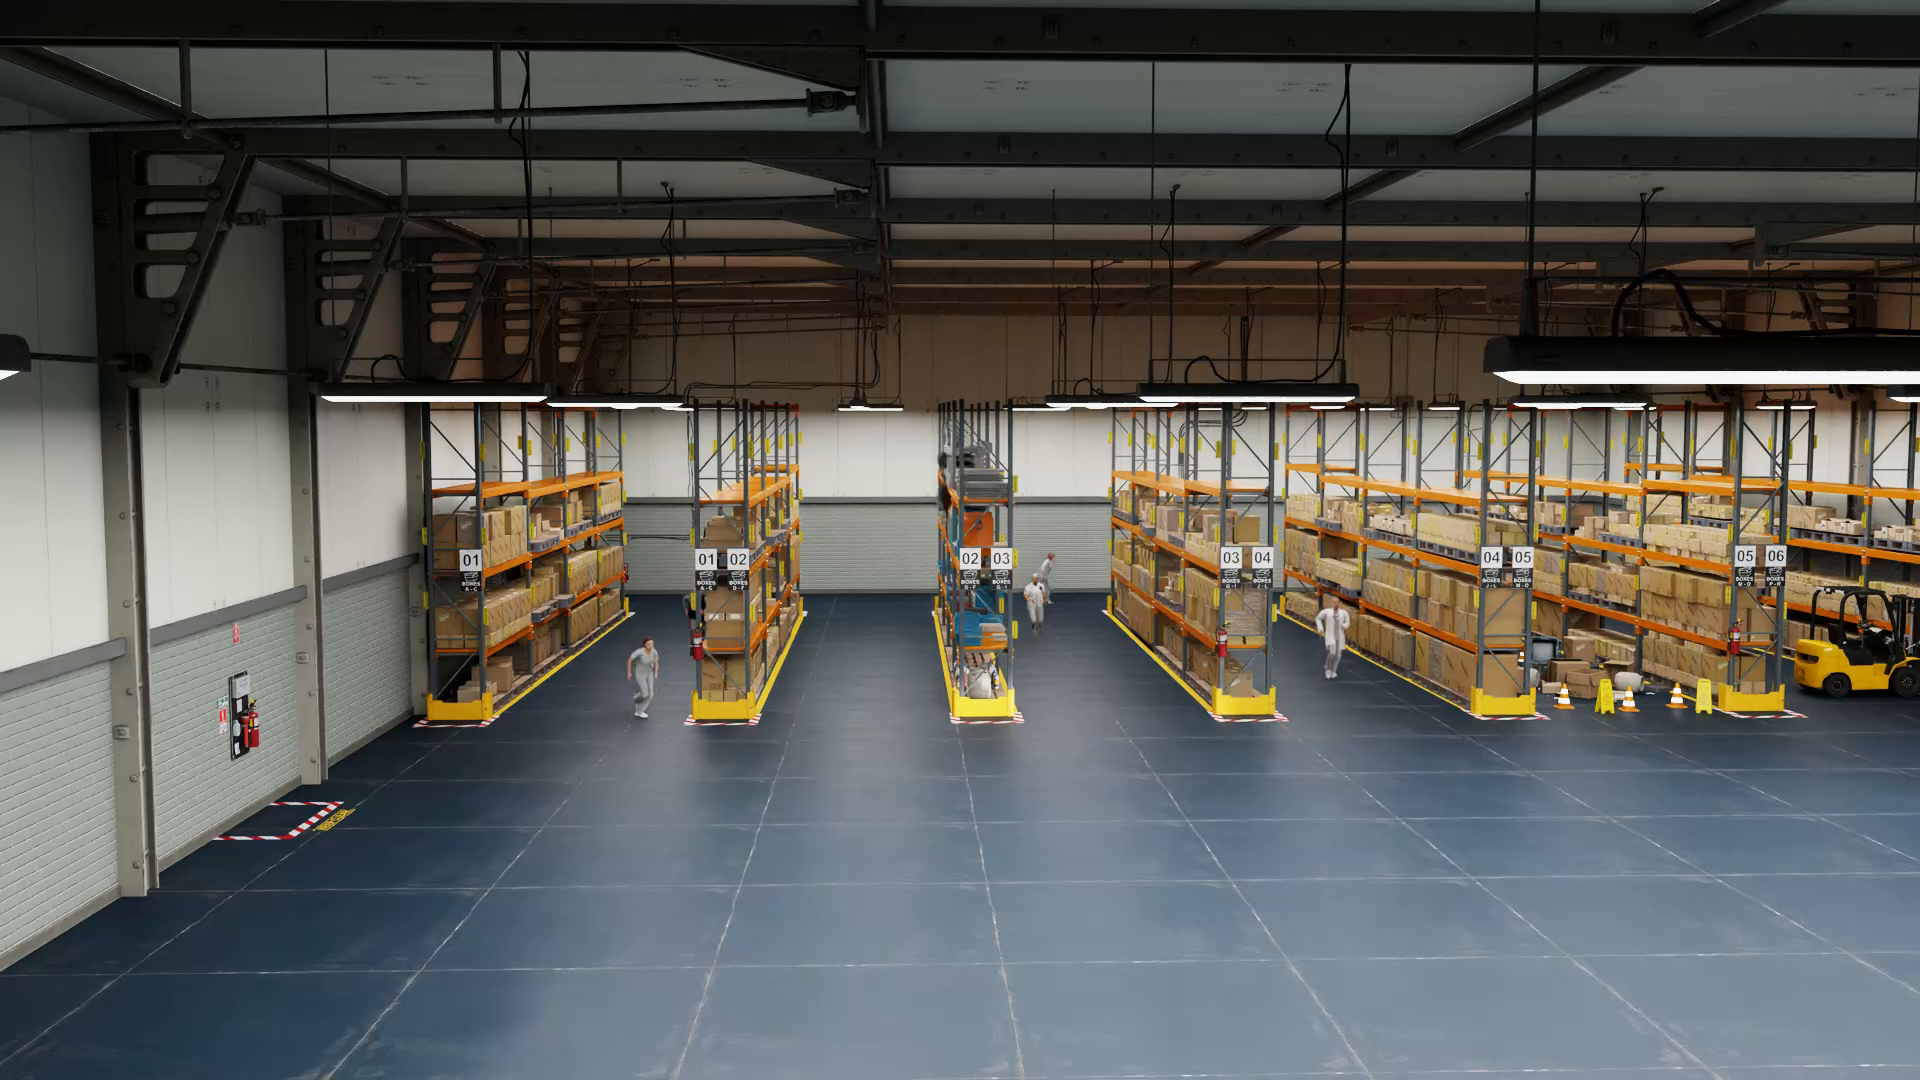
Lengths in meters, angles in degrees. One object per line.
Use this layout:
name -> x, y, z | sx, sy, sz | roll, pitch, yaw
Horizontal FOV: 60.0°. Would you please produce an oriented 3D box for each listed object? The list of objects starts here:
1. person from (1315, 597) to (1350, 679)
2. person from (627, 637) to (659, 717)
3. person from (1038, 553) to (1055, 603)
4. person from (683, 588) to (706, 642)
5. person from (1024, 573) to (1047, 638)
person -> 8.071, 2.119, 35.831 | 0.684, 1.757, 0.728 | 0, 4, -5
person -> -5.955, 2.576, 31.276 | 0.569, 1.551, 0.704 | -3, 5, -36
person -> 2.461, 1.158, 50.468 | 0.860, 1.533, 0.548 | 1, 4, 15
person -> -6.237, 1.919, 39.582 | 0.697, 1.680, 1.007 | 0, 4, 0
person -> 1.888, 1.643, 41.327 | 0.600, 1.624, 0.534 | -1, 4, -7
